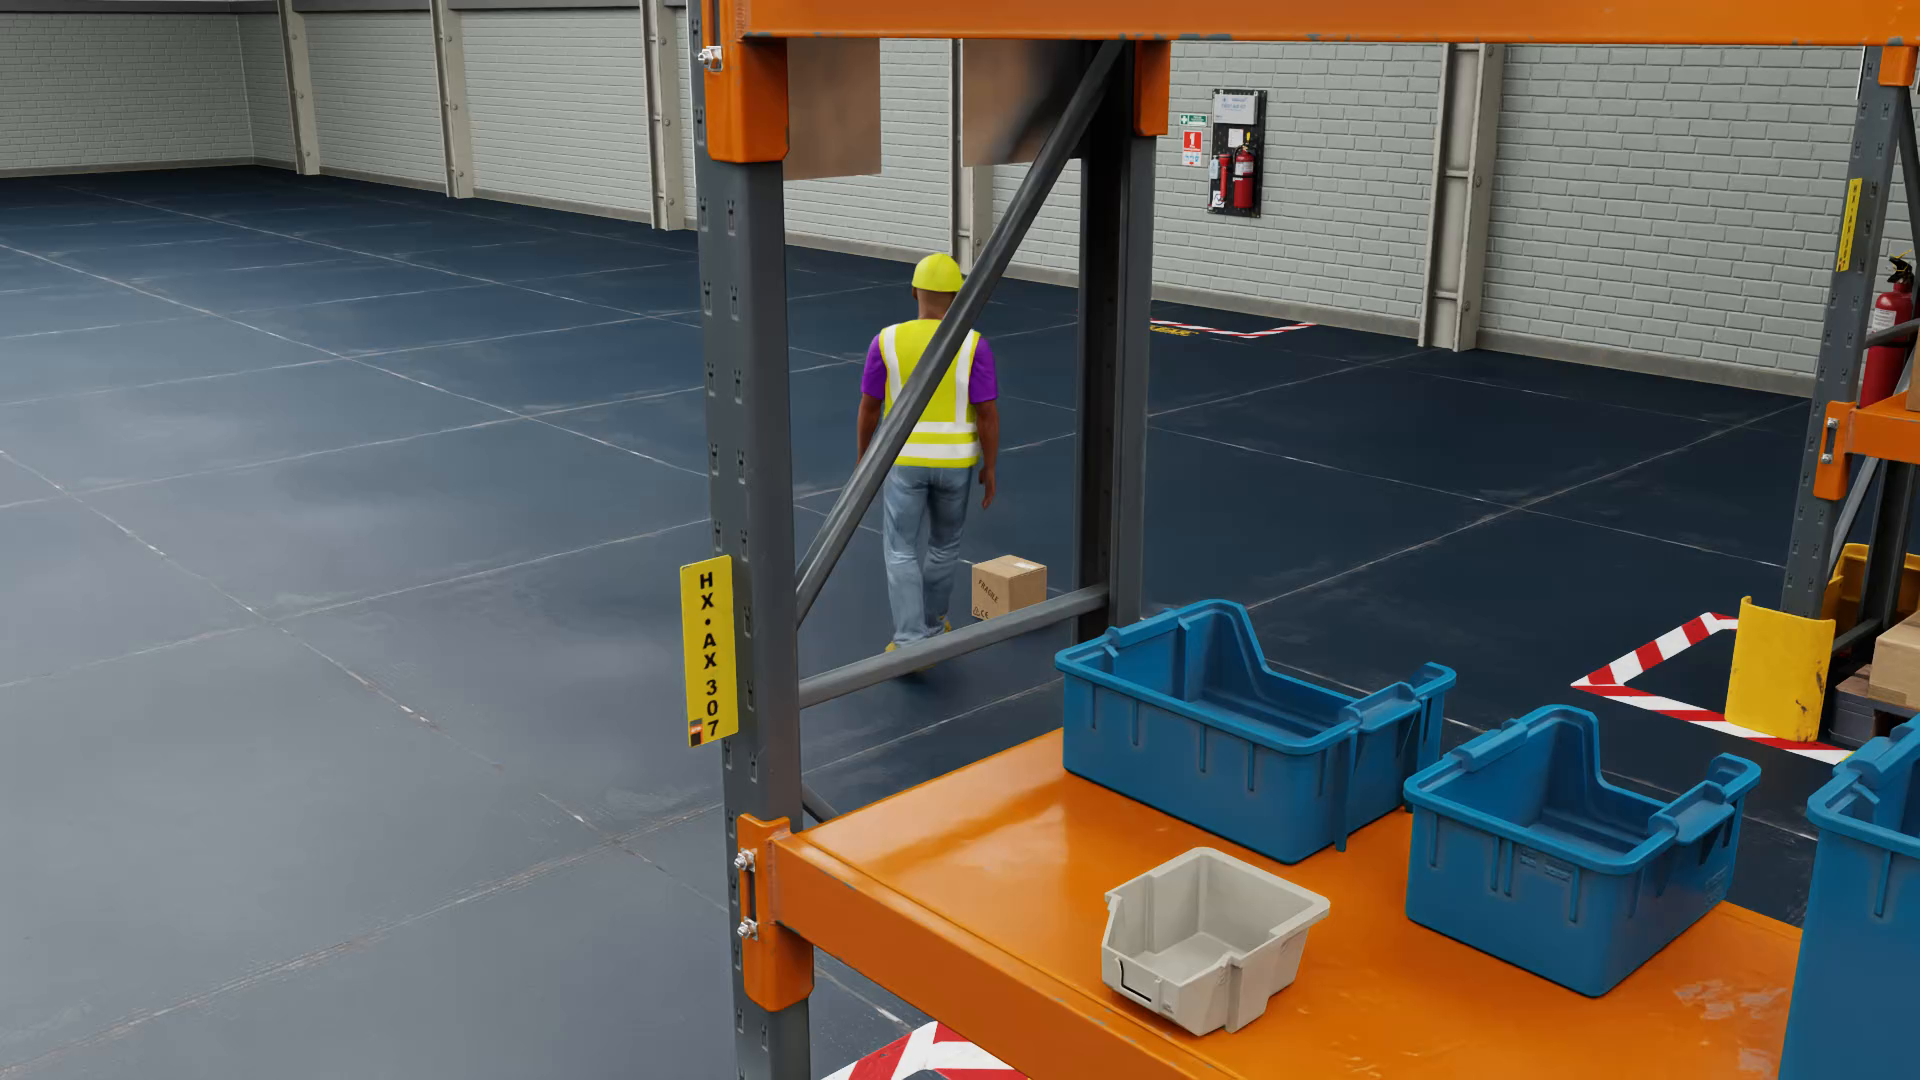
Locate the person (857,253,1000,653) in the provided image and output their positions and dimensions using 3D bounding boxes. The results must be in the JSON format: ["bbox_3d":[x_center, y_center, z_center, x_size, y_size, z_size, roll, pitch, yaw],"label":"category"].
[{"bbox_3d":[-0.139,-0.334,7.074,0.608,1.767,0.707,0,17,-1],"label":"person"}]
